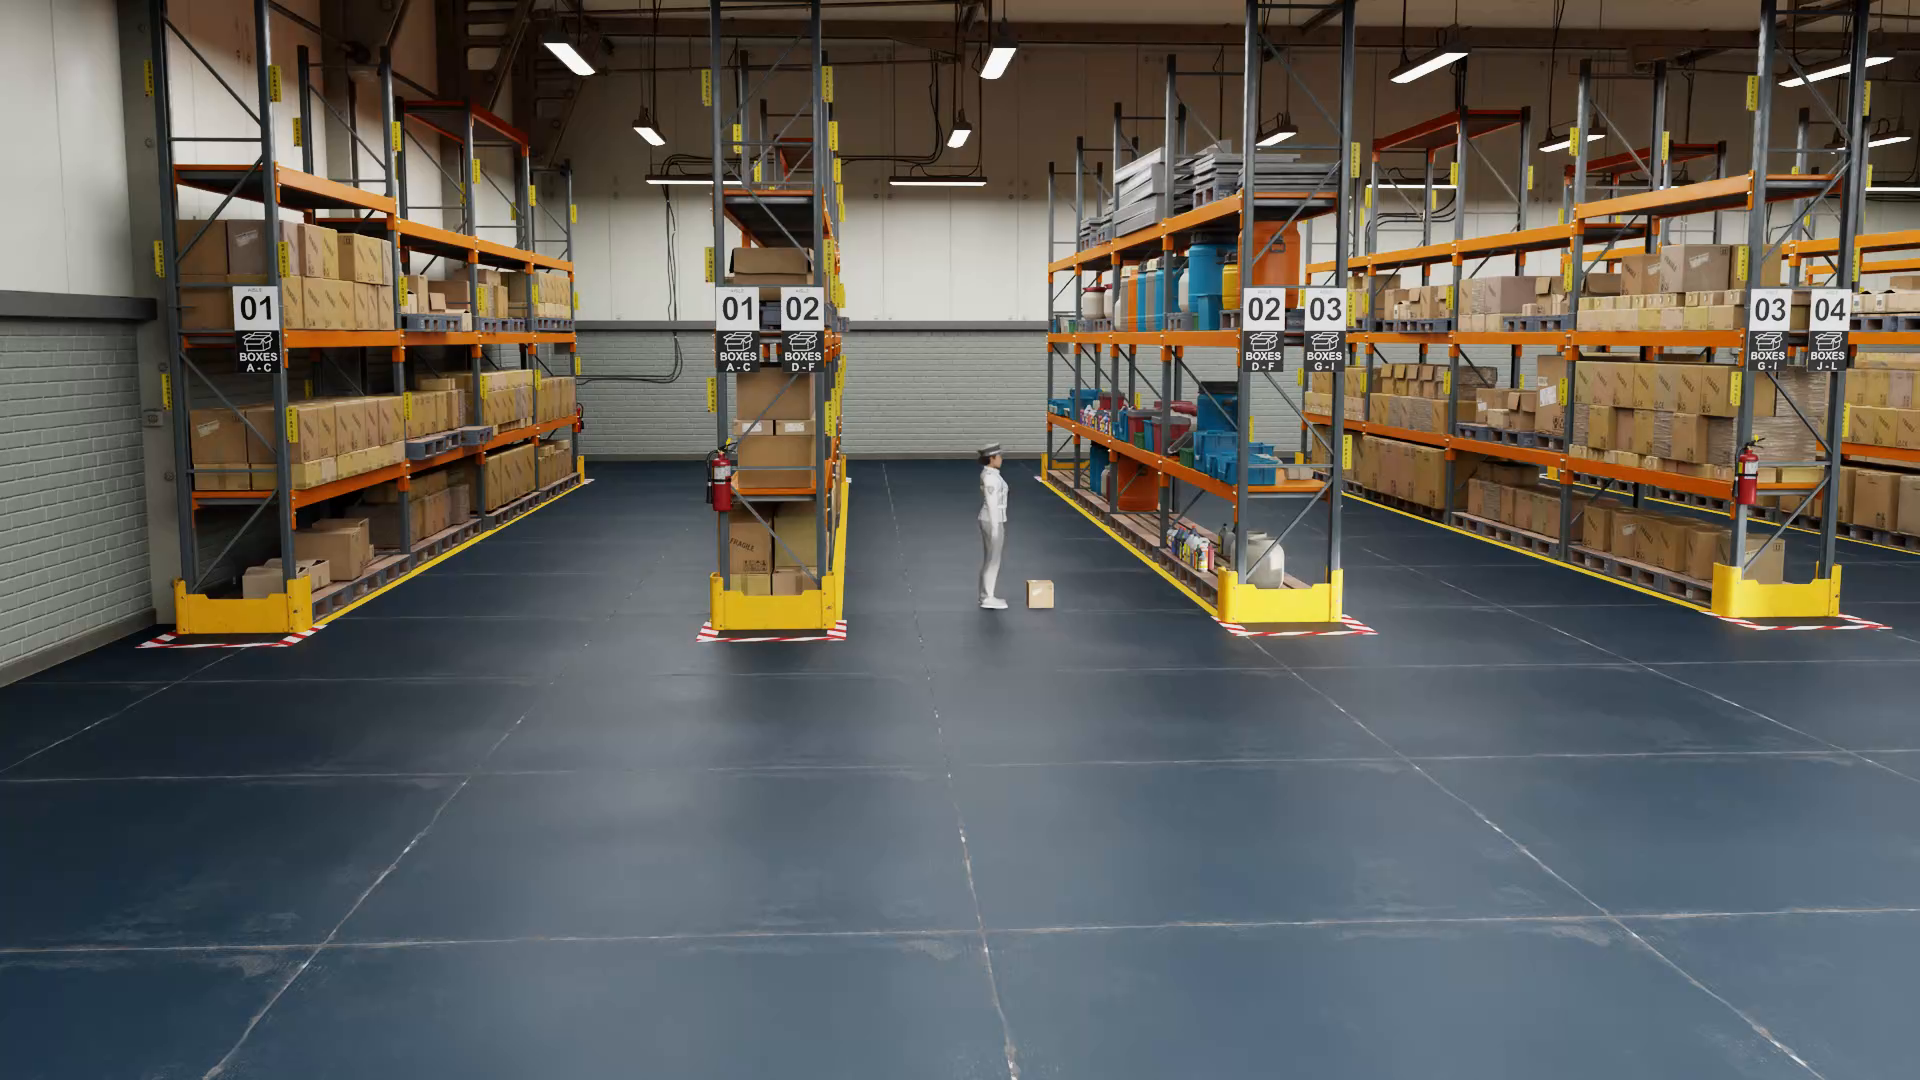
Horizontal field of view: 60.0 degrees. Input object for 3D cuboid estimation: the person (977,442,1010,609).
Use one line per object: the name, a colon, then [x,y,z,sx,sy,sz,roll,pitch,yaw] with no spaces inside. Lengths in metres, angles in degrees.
person: [0.340,-0.153,16.934,0.345,1.686,0.467,0,7,-2]
